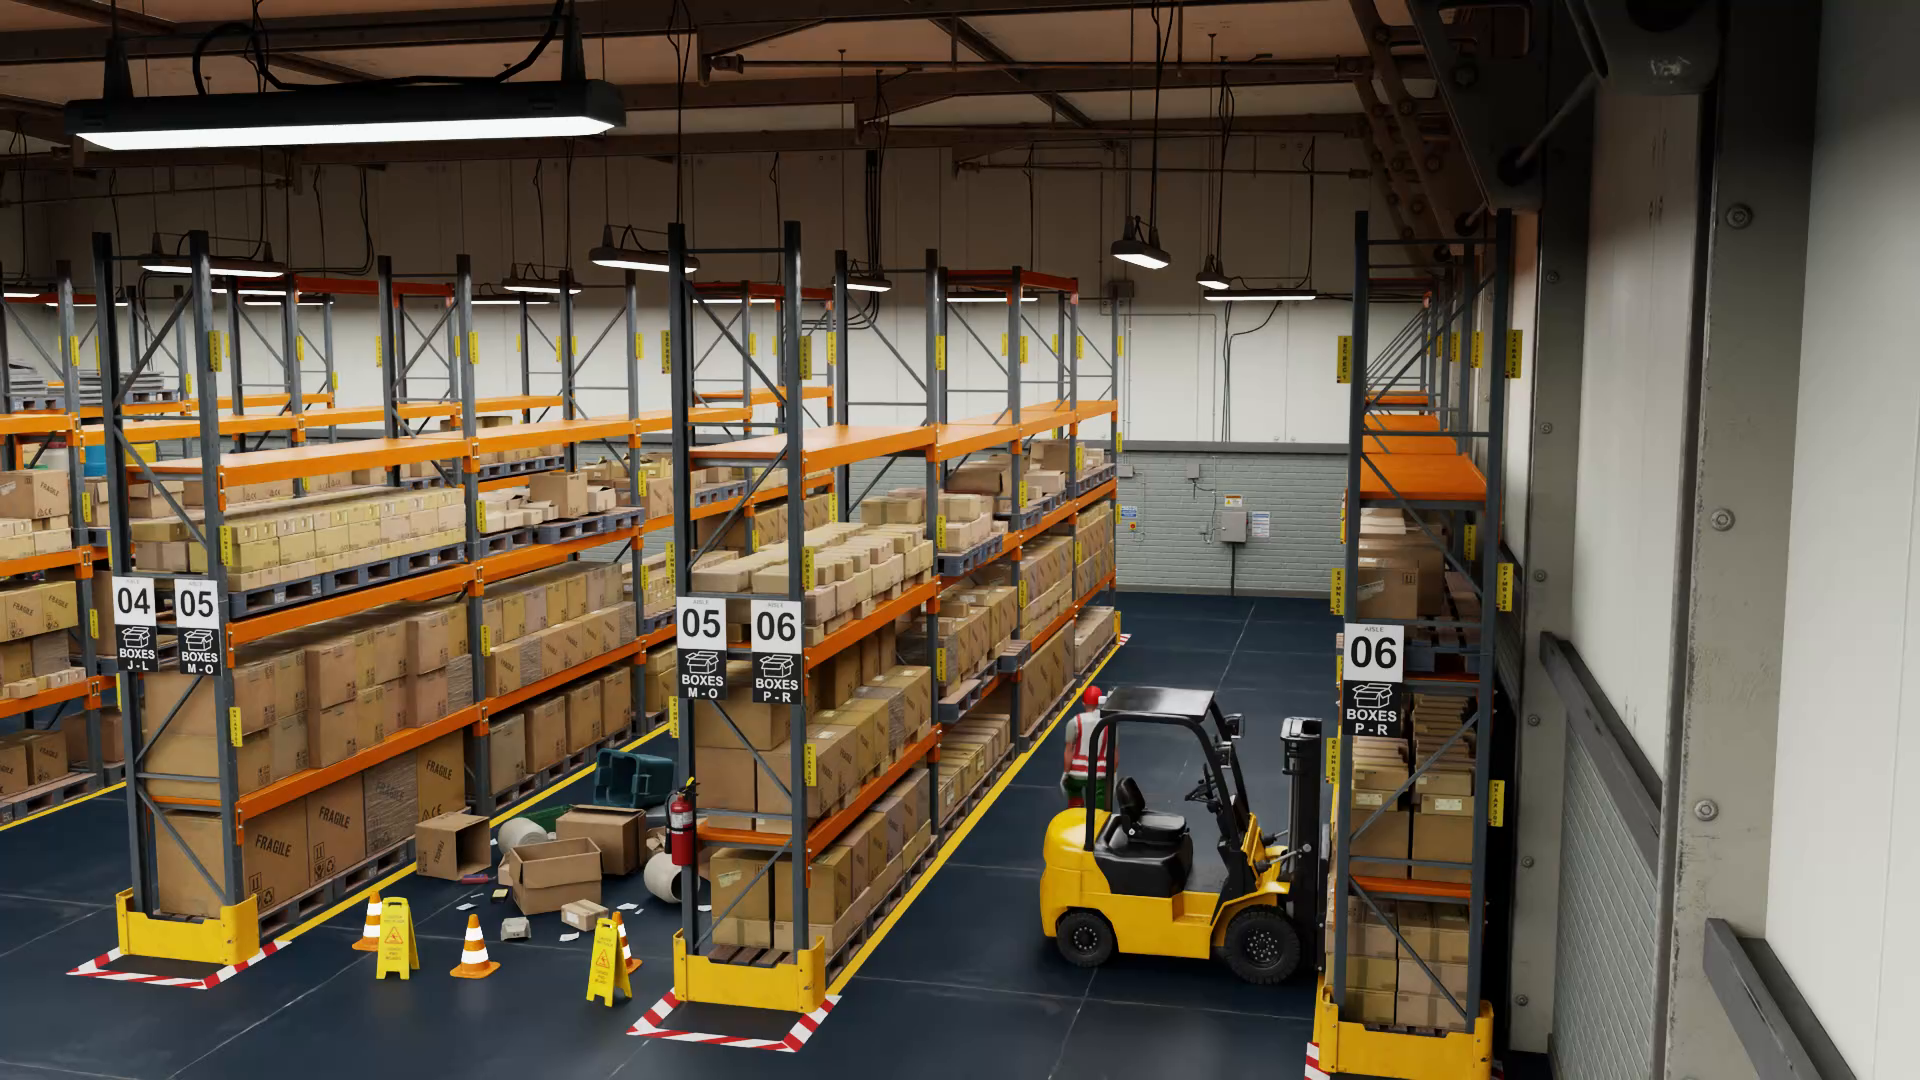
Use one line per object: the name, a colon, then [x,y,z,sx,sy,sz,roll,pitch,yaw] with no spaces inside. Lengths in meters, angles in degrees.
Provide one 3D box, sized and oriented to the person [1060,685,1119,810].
person: [1.271,2.264,16.249,0.557,1.704,0.700,1,7,8]
